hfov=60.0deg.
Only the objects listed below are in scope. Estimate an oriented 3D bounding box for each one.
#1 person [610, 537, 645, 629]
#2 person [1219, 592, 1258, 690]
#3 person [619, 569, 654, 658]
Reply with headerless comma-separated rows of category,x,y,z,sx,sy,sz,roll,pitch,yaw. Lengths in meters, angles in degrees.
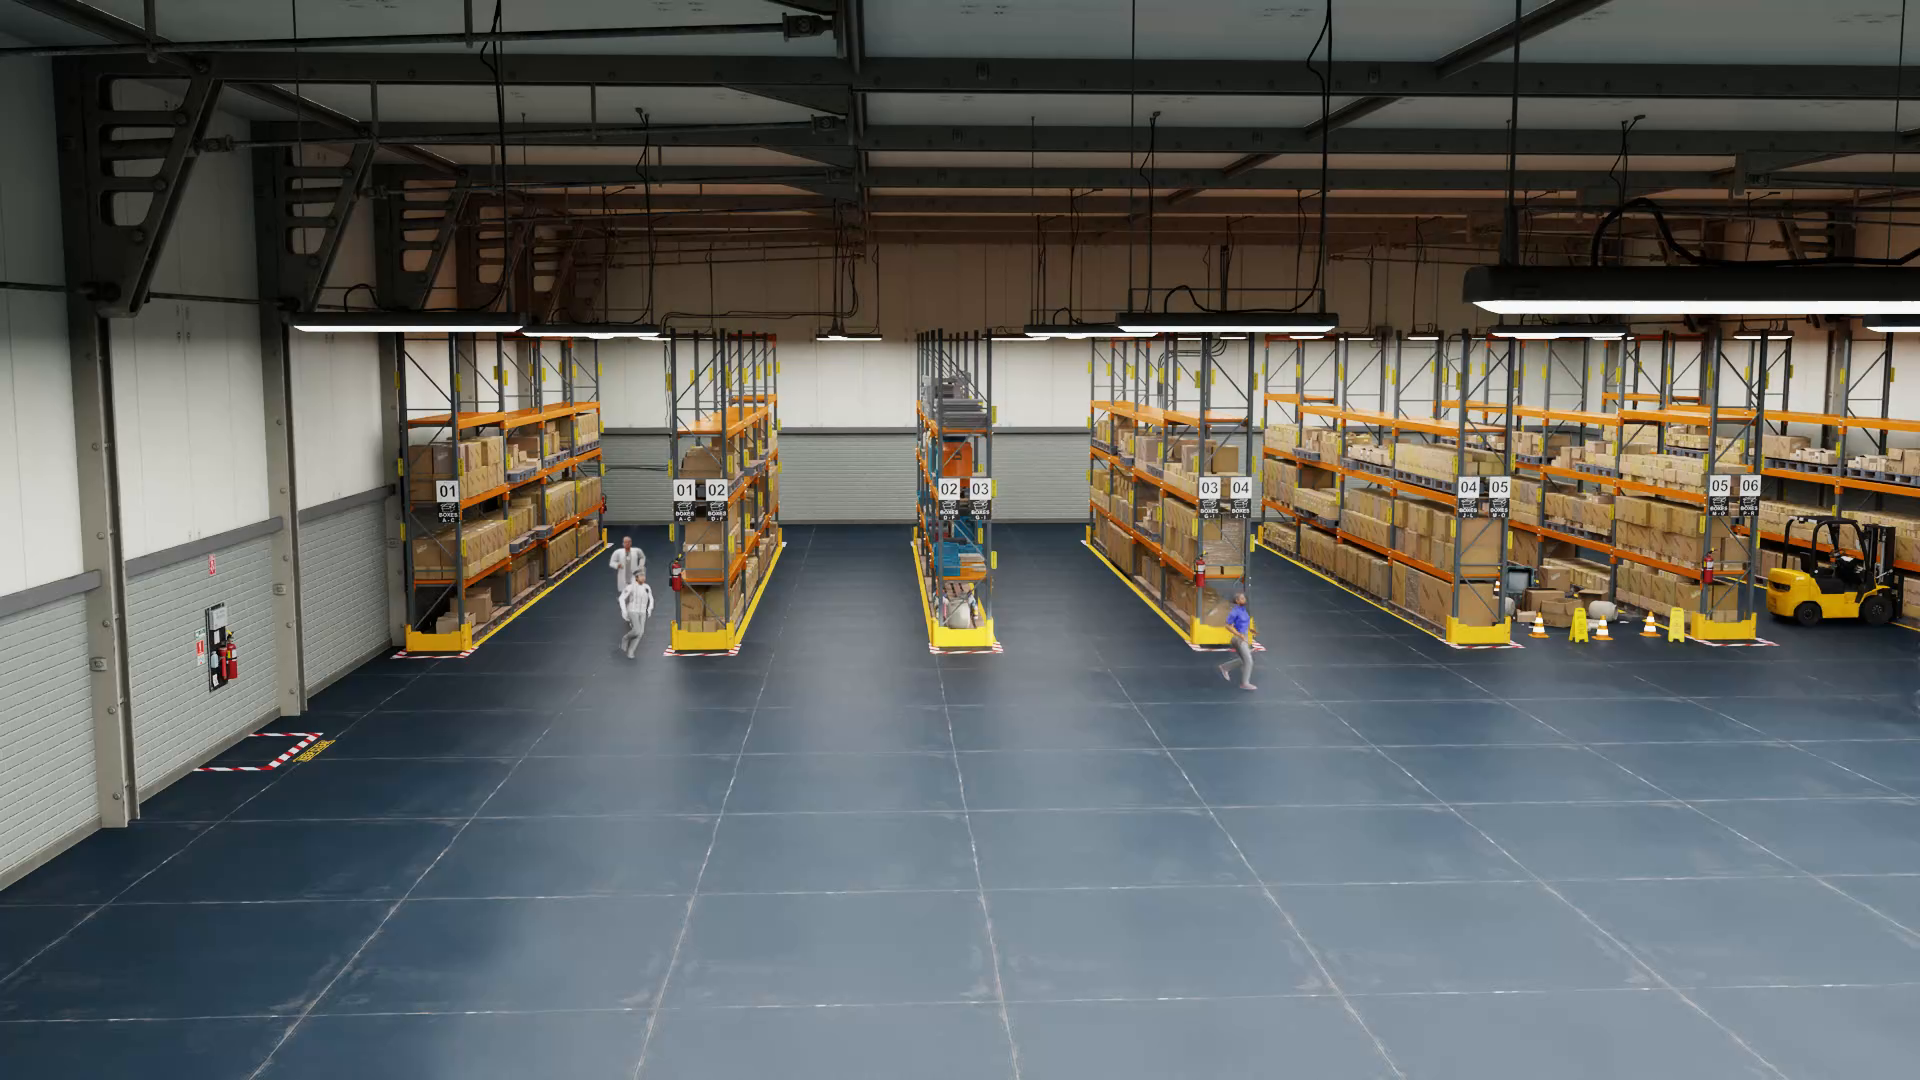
person,-6.780,0.834,33.912,0.696,1.825,0.950,-1,7,-6
person,4.617,1.668,27.677,0.700,1.608,0.581,4,8,31
person,-5.873,1.333,30.469,0.639,1.619,0.502,-5,8,-35
